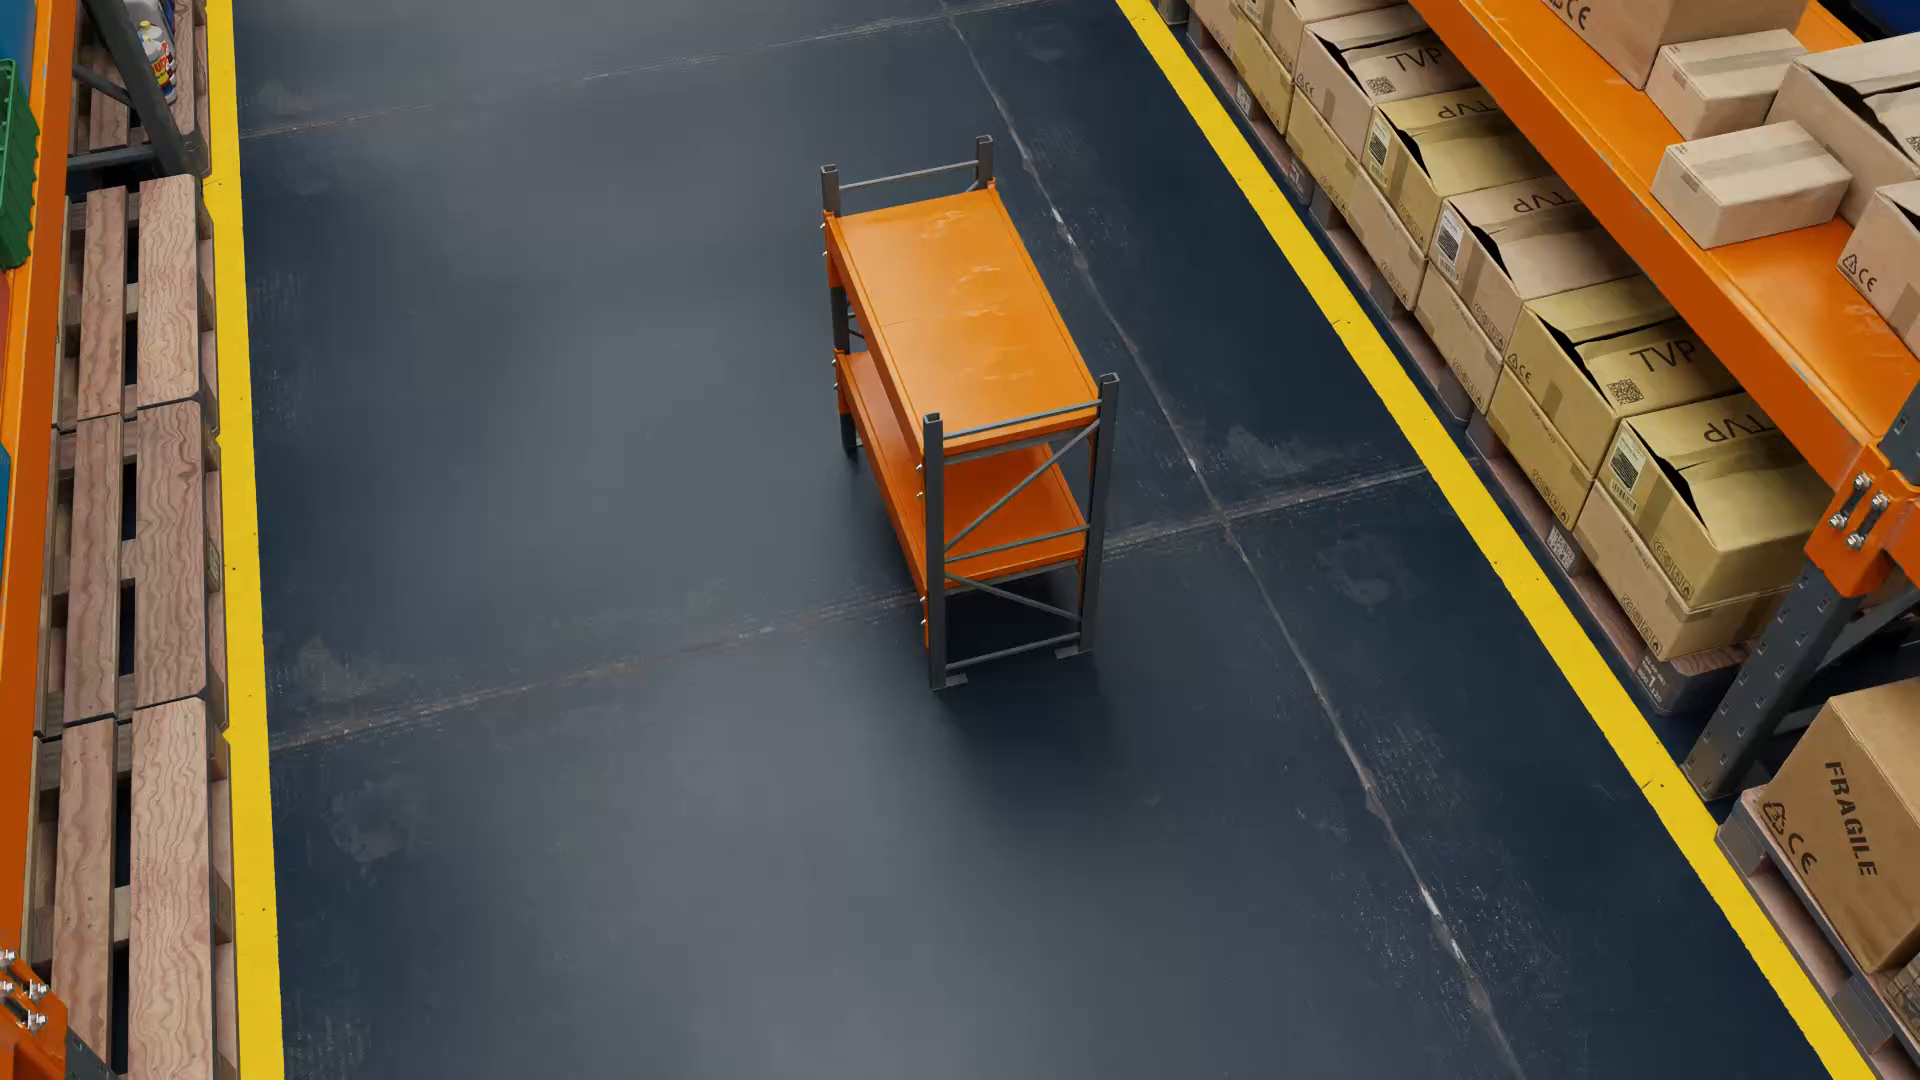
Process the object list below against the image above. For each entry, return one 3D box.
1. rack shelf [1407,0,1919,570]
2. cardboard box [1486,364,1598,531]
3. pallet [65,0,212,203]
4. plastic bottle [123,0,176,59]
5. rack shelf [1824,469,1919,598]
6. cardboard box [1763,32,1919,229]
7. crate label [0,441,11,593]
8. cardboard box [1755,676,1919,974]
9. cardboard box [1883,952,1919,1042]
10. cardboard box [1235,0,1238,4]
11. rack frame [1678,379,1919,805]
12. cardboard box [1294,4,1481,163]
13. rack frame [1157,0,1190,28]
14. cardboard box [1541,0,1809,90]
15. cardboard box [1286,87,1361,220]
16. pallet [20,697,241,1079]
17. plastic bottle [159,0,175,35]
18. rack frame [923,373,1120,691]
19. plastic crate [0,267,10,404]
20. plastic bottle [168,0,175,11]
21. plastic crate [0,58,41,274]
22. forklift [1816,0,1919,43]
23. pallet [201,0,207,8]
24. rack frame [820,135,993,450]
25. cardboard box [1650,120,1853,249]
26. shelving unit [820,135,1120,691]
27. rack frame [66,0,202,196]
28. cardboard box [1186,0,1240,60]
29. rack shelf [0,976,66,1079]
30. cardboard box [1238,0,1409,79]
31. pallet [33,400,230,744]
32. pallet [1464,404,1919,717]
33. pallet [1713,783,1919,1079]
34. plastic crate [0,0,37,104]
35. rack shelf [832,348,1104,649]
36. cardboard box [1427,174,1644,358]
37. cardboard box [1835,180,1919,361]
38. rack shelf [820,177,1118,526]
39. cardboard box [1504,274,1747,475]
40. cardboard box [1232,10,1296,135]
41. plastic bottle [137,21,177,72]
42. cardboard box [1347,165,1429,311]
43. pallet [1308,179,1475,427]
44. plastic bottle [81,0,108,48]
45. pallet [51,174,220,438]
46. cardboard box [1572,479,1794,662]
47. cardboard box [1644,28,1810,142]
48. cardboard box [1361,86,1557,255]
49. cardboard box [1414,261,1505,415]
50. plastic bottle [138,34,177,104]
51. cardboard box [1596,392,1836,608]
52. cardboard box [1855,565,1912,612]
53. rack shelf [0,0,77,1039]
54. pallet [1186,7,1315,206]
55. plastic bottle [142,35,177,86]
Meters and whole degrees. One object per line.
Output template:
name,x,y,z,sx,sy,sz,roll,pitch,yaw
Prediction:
rack shelf,1.938,-1.618,5.123,1.077,0.370,4.000,-13,51,-11
cardboard box,1.985,-0.343,5.101,0.500,0.250,0.500,-14,51,-11
pallet,-3.545,-1.795,6.625,1.003,0.211,1.213,-13,51,-11
plastic bottle,-3.184,-2.019,6.484,0.152,0.276,0.135,-12,51,-10
rack shelf,3.121,1.303,2.660,1.077,0.370,4.000,-13,51,-11
cardboard box,2.450,-1.057,4.238,0.500,0.311,0.500,-14,51,-11
crate label,-2.239,-0.070,3.324,0.502,0.435,0.616,-13,51,-11
cardboard box,2.391,0.672,4.069,0.500,0.500,0.500,-11,51,-9
cardboard box,2.551,1.053,3.748,0.500,0.500,0.500,-15,51,-12
cardboard box,1.231,-2.382,6.453,0.500,0.311,0.500,-13,51,-11
rack frame,2.529,-0.389,3.616,1.000,3.000,0.127,-13,51,-11
cardboard box,1.528,-1.638,5.826,0.500,0.311,0.500,-15,51,-12
rack frame,1.347,-3.311,6.079,1.000,3.000,0.127,-13,51,-11
cardboard box,2.018,-1.643,4.608,0.500,0.500,0.500,-16,52,-13
cardboard box,1.535,-1.458,6.041,0.500,0.250,0.500,-15,51,-12
pallet,-2.396,1.052,4.225,1.003,0.211,1.213,-13,51,-11
plastic bottle,-3.229,-2.165,6.558,0.144,0.351,0.185,-12,51,-10
rack frame,0.152,0.014,4.503,0.500,1.125,0.032,-13,51,-11
plastic crate,-2.389,-0.542,3.703,0.402,0.464,0.583,-13,51,-11
plastic bottle,-3.285,-2.303,6.674,0.144,0.351,0.185,-15,52,-13
plastic crate,-2.602,-0.917,4.200,0.450,0.188,0.662,-13,51,-11
forklift,4.427,-2.284,5.259,1.130,2.935,3.031,-15,51,-12
pallet,-3.910,-2.687,7.377,1.003,0.211,1.213,-13,51,-11
rack frame,-0.148,-0.729,5.129,0.500,1.125,0.032,-13,51,-11
cardboard box,1.999,-0.903,4.213,0.380,0.149,0.250,-13,51,-11
shelving unit,0.002,-0.358,4.816,0.538,1.125,1.048,-13,51,-11
rack frame,-3.386,-2.193,5.137,1.000,3.000,0.127,-13,51,-11
cardboard box,1.229,-2.209,6.674,0.500,0.250,0.500,-14,51,-12
rack shelf,-1.612,2.421,1.718,1.077,0.370,4.000,-13,51,-11
cardboard box,1.374,-2.015,6.144,0.500,0.311,0.500,-14,51,-11
pallet,-2.753,0.163,4.975,1.003,0.211,1.213,-13,51,-11
pallet,2.323,-0.100,5.197,1.003,0.211,1.213,-13,51,-11
pallet,2.714,1.064,4.215,1.003,0.211,1.213,-13,51,-11
plastic crate,-2.763,-1.453,4.523,0.392,0.384,0.575,-13,51,-11
rack shelf,0.002,-0.200,5.003,0.538,0.278,1.000,-13,51,-11
cardboard box,1.833,-0.893,5.198,0.500,0.311,0.500,-14,51,-11
cardboard box,2.464,-0.636,3.882,0.500,0.311,0.500,-10,51,-9
rack shelf,0.002,-0.546,4.592,0.538,0.278,1.000,-13,51,-11
cardboard box,1.979,-0.524,4.887,0.500,0.311,0.500,-14,51,-12
cardboard box,1.379,-1.835,6.359,0.500,0.250,0.500,-12,51,-10
plastic bottle,-3.122,-1.914,6.444,0.097,0.201,0.097,0,50,0
cardboard box,1.684,-1.086,5.727,0.500,0.250,0.500,-12,51,-10
pallet,1.966,-0.990,5.946,1.003,0.211,1.213,-13,51,-11
plastic bottle,-3.366,-2.132,6.530,0.144,0.351,0.185,-13,51,-11
pallet,-3.117,-0.730,5.727,1.003,0.211,1.213,-13,51,-11
cardboard box,2.141,0.033,4.784,0.500,0.250,0.500,-12,51,-10
cardboard box,2.098,-1.227,4.487,0.380,0.149,0.250,-10,51,-8
cardboard box,1.687,-1.260,5.507,0.500,0.311,0.500,-12,51,-10
cardboard box,1.839,-0.711,5.411,0.500,0.250,0.500,-12,51,-10
plastic bottle,-3.062,-1.788,6.292,0.097,0.271,0.097,0,50,0
cardboard box,2.139,-0.146,4.568,0.500,0.311,0.500,-12,51,-10
cardboard box,2.655,-0.087,4.885,0.500,0.250,0.500,-13,51,-11
rack shelf,-2.795,-0.501,4.181,1.077,0.370,4.000,-13,51,-11
pallet,1.602,-1.883,6.699,1.003,0.211,1.213,-13,51,-11
plastic bottle,-3.092,-1.839,6.381,0.097,0.201,0.097,0,50,0
